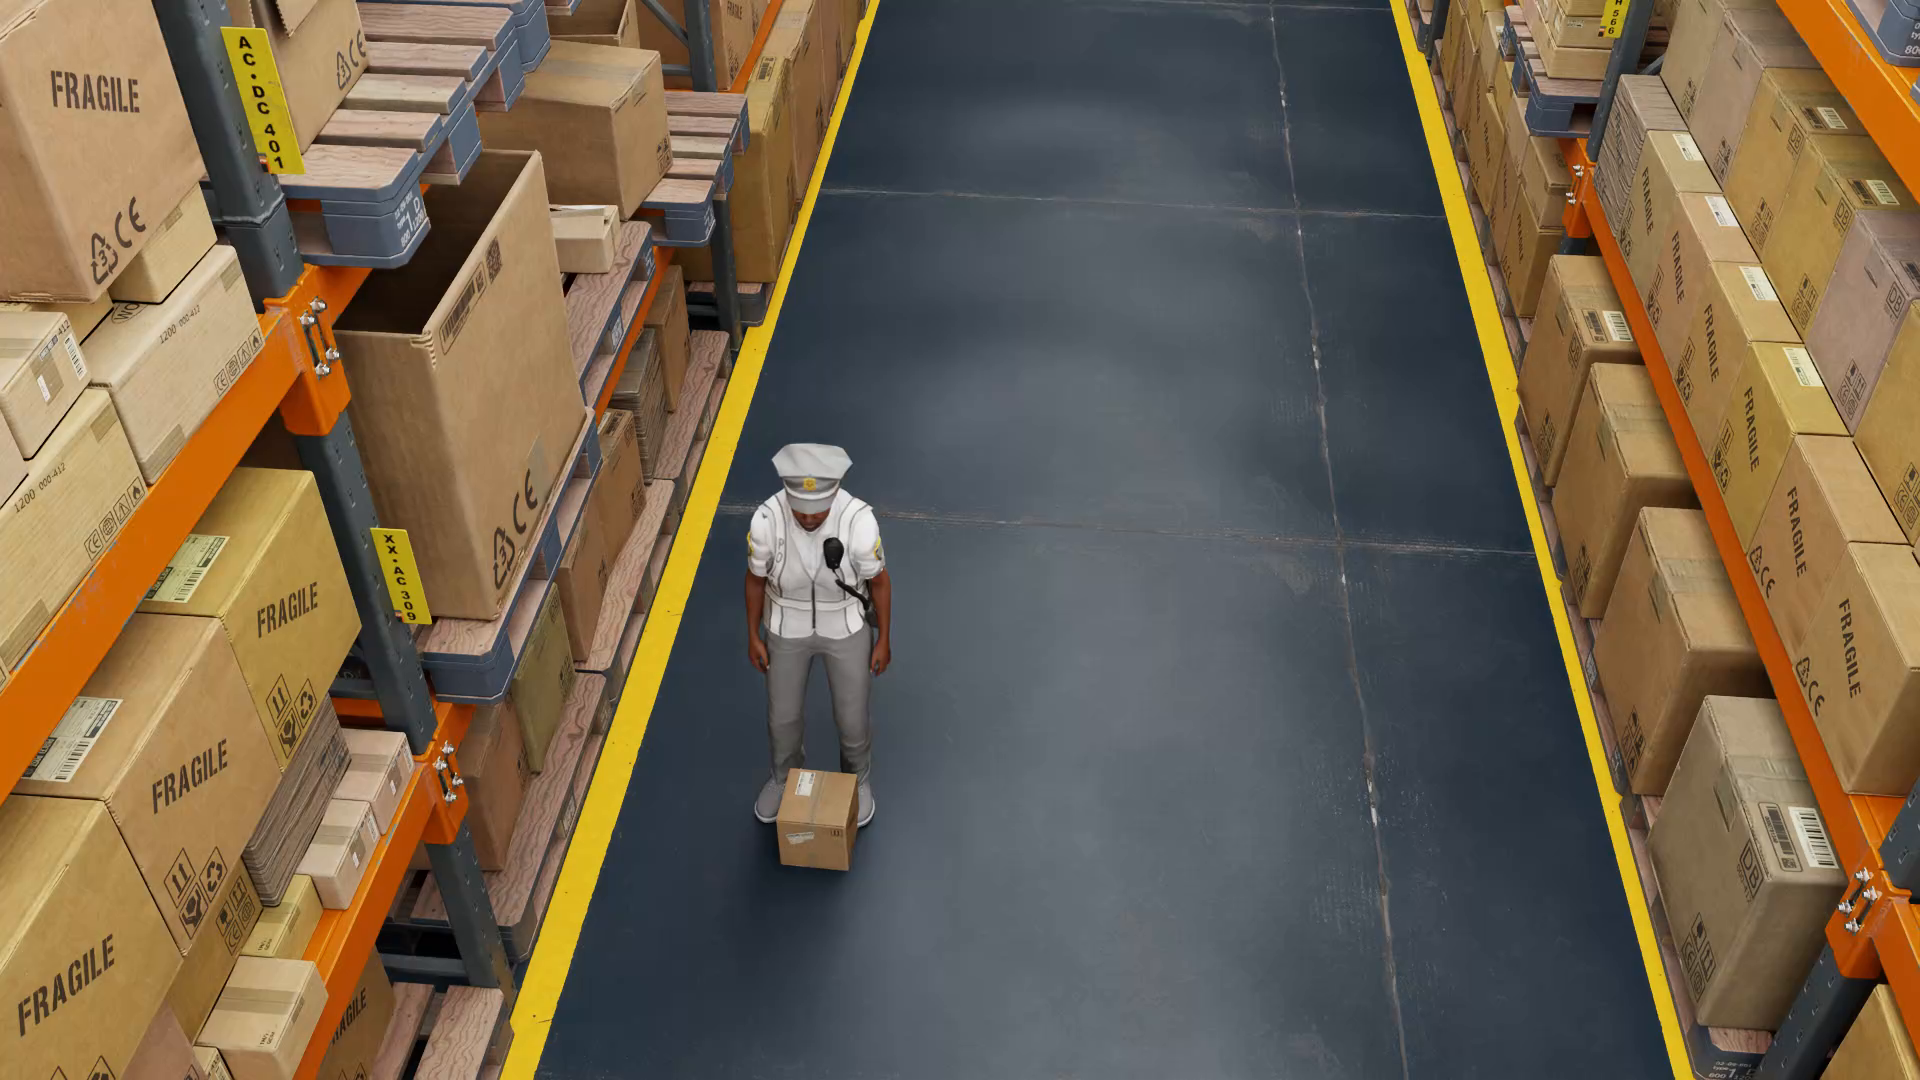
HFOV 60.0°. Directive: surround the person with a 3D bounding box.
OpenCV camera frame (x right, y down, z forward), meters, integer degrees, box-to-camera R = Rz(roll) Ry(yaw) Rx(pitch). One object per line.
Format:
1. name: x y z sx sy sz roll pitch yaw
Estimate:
1. person: -0.505 0.354 5.740 0.522 1.657 0.326 2 40 3
